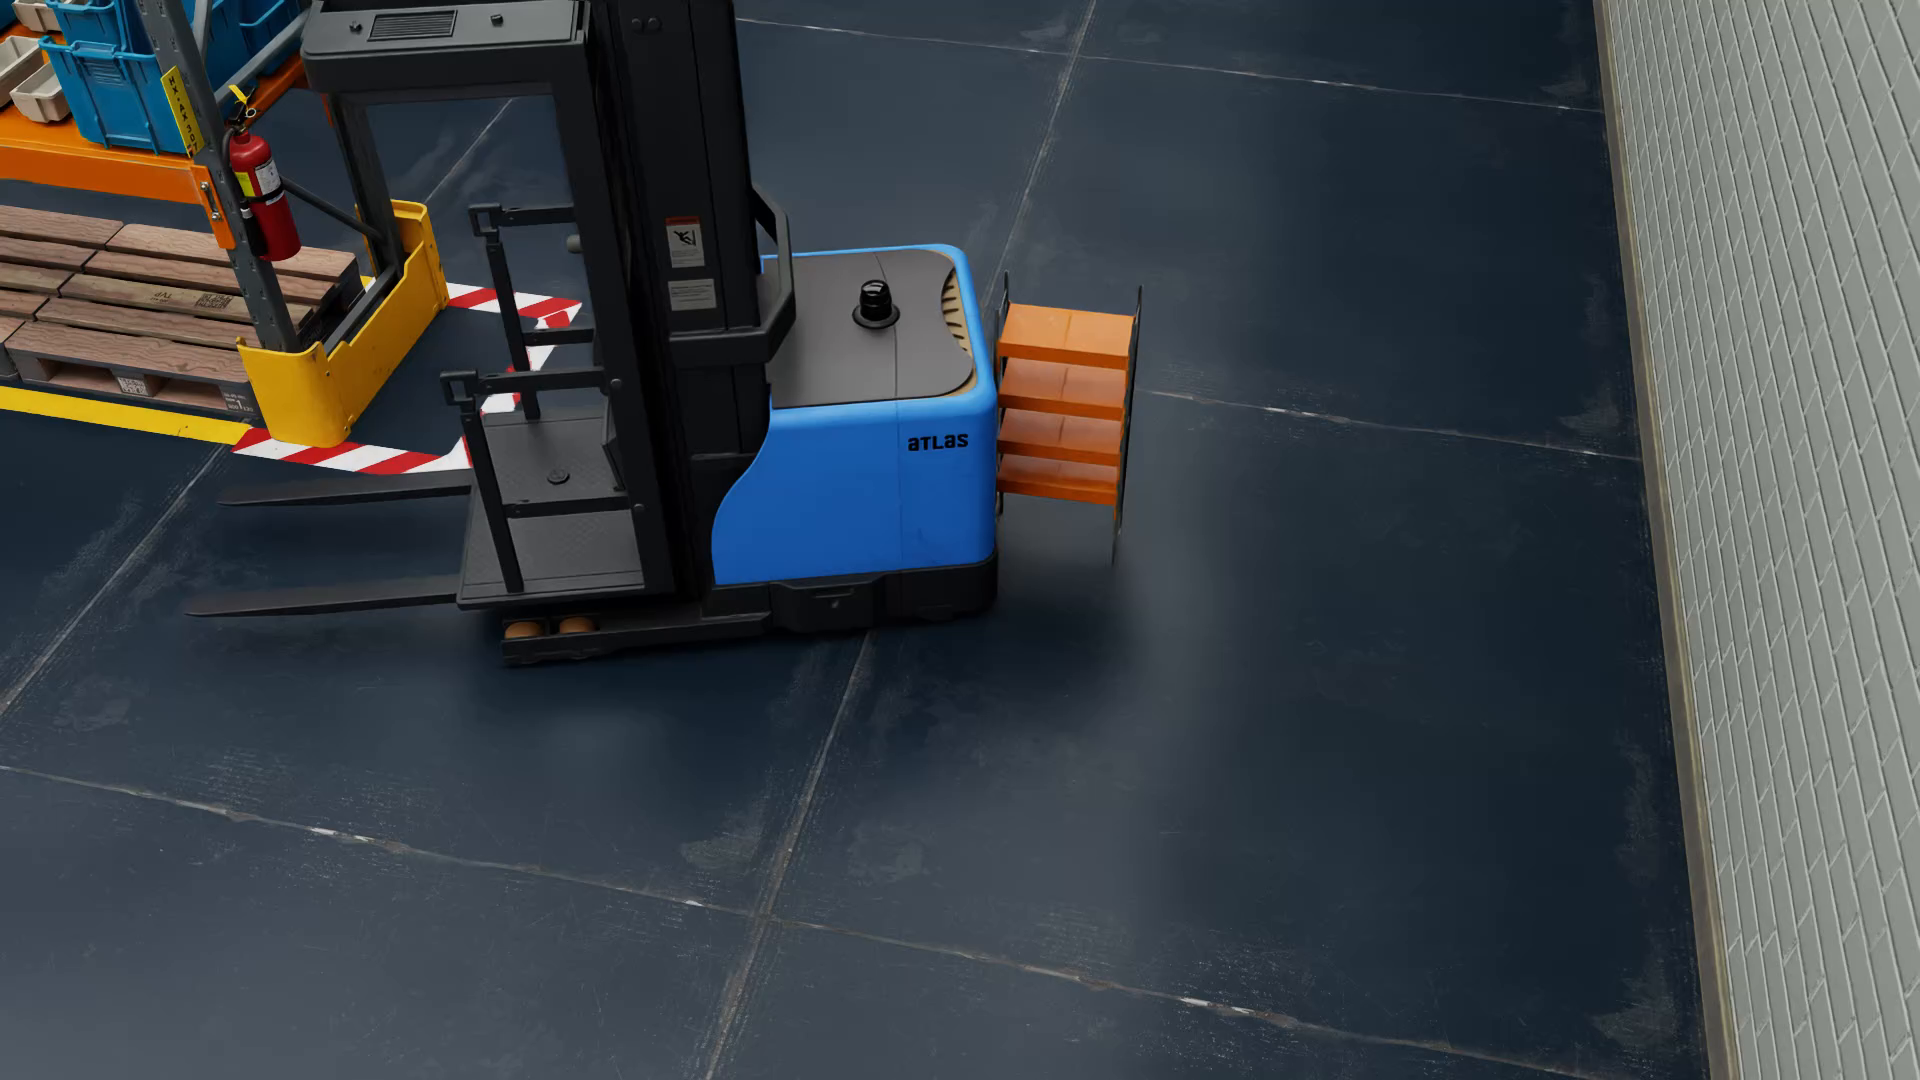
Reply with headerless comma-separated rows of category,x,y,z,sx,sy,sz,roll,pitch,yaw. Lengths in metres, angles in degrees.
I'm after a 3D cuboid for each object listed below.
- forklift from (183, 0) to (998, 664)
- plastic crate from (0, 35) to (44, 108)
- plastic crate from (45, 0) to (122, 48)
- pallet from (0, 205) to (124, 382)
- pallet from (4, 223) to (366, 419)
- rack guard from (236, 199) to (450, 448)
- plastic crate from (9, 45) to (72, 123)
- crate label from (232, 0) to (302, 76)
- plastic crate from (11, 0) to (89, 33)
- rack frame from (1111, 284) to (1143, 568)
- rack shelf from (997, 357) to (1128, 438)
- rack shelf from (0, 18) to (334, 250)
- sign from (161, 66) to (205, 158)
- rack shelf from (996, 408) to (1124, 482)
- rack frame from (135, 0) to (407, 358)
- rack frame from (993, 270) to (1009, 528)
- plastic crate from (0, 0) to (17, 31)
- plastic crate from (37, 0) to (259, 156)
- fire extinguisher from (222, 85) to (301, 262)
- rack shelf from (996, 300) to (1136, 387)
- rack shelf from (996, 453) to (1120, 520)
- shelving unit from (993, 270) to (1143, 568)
forklift,-1.410,-0.979,5.654,3.031,2.935,1.130,-5,44,-5
plastic crate,-3.859,-1.864,6.671,0.243,0.136,0.396,9,45,9
plastic crate,-3.555,-2.204,6.955,0.300,0.233,0.416,9,45,9
pallet,-4.727,-1.216,7.861,1.213,0.211,1.003,9,45,9
pallet,-3.540,-1.030,7.668,1.213,0.211,1.003,9,45,9
rack guard,-2.718,-0.988,7.416,0.348,0.500,1.175,9,45,9
plastic crate,-3.579,-1.811,6.615,0.243,0.136,0.396,9,45,9
crate label,-2.913,-2.105,6.851,0.303,0.233,0.416,9,45,9
plastic crate,-3.870,-2.277,7.100,0.298,0.136,0.250,9,45,9
rack frame,0.630,-0.404,6.304,0.015,1.200,0.240,7,44,7
rack shelf,0.390,-0.547,6.227,0.480,0.148,0.258,7,44,7
rack shelf,-4.696,-1.927,7.108,4.000,0.370,1.077,9,45,9
sign,-2.848,-1.567,6.098,0.005,0.325,0.100,9,45,9
rack shelf,0.390,-0.386,6.382,0.480,0.148,0.258,7,44,7
rack frame,-2.744,-1.883,6.543,0.127,3.000,1.000,9,45,9
rack frame,0.150,-0.465,6.367,0.015,1.200,0.240,7,44,7
plastic crate,-4.198,-2.304,7.058,0.300,0.233,0.416,9,45,9
plastic crate,-3.111,-1.842,6.432,0.499,0.435,0.616,9,45,9
fire extinguisher,-2.696,-1.391,6.356,0.183,0.674,0.296,9,45,9
rack shelf,0.390,-0.717,6.063,0.480,0.148,0.258,7,44,7
rack shelf,0.390,-0.243,6.520,0.480,0.148,0.258,7,44,7
shelving unit,0.390,-0.434,6.336,0.503,1.200,0.258,7,44,7
